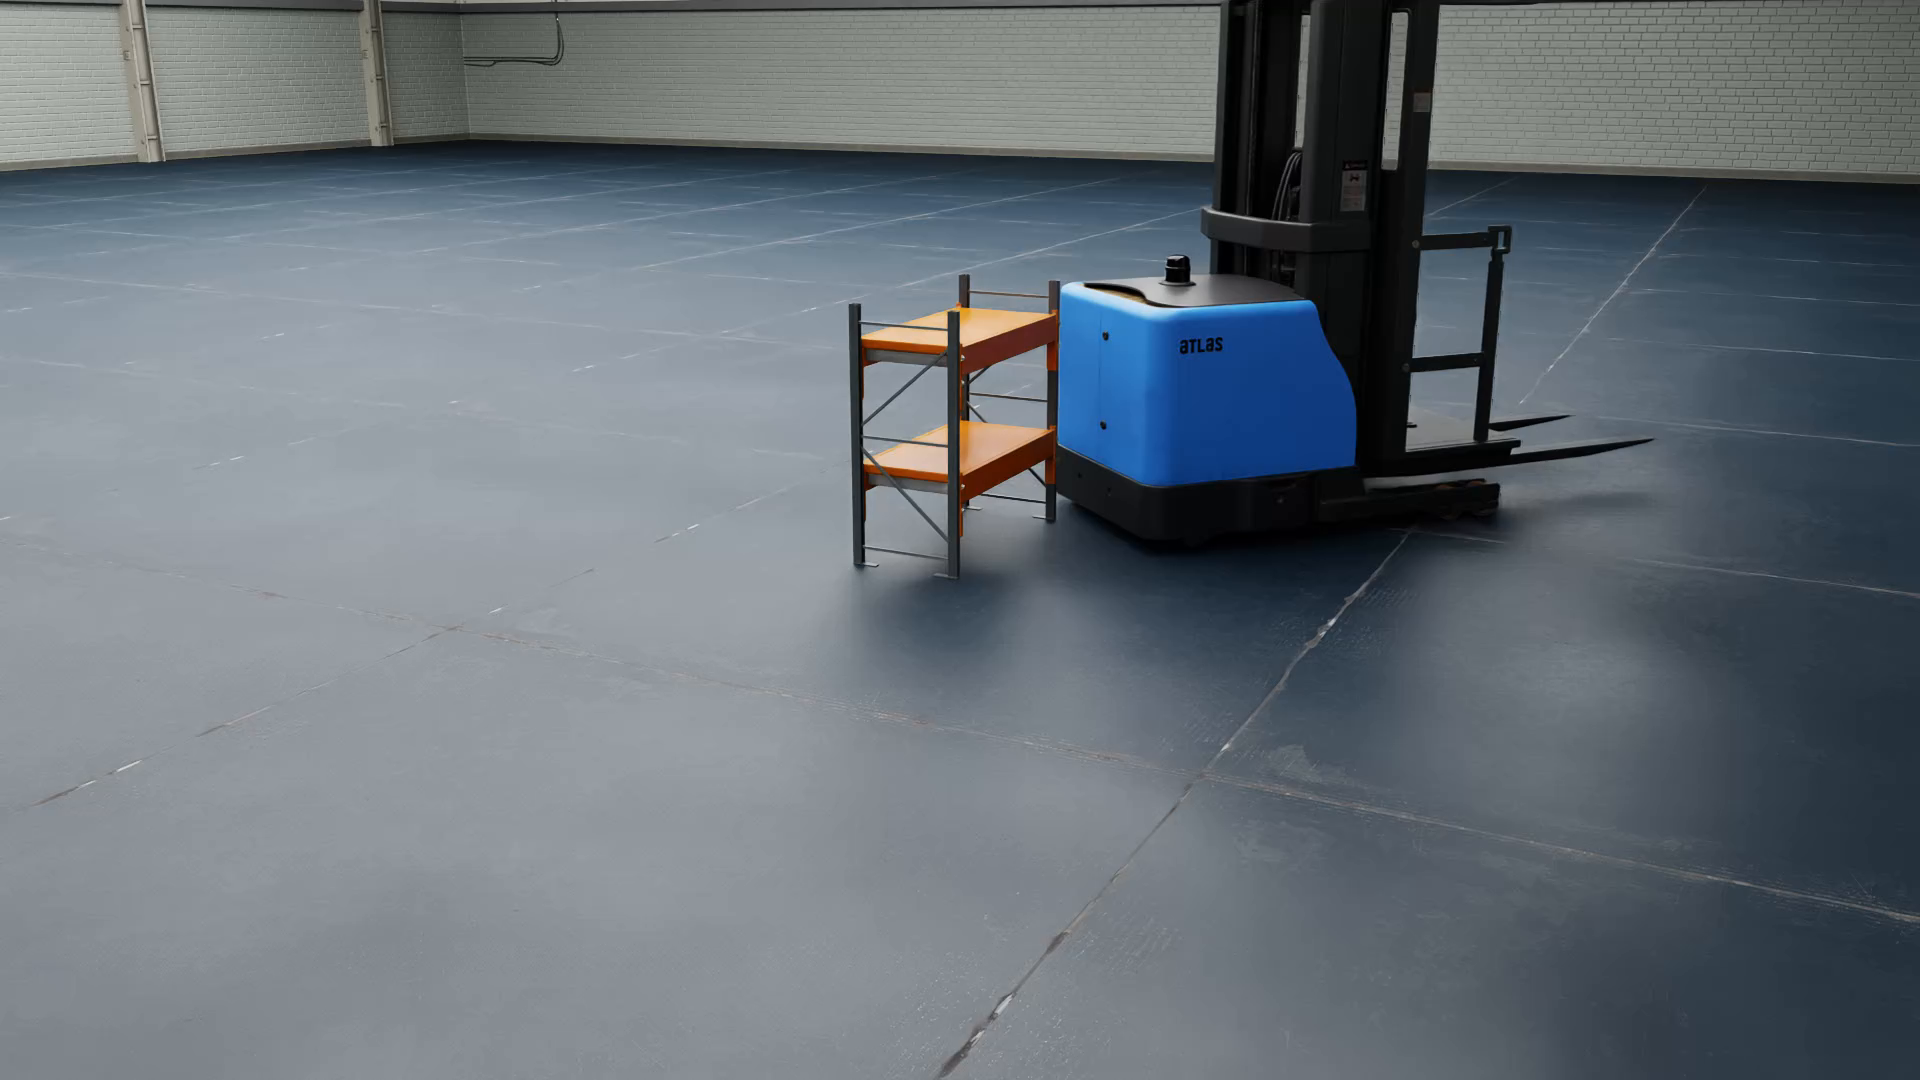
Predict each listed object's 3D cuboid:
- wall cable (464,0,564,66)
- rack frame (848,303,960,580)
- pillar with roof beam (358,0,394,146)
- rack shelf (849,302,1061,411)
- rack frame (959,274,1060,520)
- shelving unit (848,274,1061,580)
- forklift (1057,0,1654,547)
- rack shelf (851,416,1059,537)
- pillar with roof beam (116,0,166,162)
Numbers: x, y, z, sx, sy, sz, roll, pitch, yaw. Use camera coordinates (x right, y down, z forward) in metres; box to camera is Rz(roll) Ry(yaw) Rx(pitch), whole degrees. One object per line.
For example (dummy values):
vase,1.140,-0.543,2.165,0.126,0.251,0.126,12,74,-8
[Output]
wall cable,-10.478,-12.271,38.489,3.097,2.526,0.112,8,18,25
rack frame,-0.230,-0.408,6.922,0.500,1.125,0.032,8,18,25
pillar with roof beam,-9.126,-12.630,34.243,9.100,9.000,0.400,8,18,25
rack shelf,-0.003,-0.818,7.275,0.538,0.278,1.000,8,18,25
rack frame,0.224,-0.667,7.794,0.500,1.125,0.032,8,18,25
shelving unit,-0.003,-0.537,7.358,0.538,1.125,1.048,8,18,25
forklift,2.017,-1.628,7.859,3.031,2.935,1.130,-7,18,-22
rack shelf,-0.003,-0.303,7.428,0.538,0.278,1.000,8,18,25
pillar with roof beam,-11.807,-11.102,29.097,9.100,9.000,0.400,8,18,25
